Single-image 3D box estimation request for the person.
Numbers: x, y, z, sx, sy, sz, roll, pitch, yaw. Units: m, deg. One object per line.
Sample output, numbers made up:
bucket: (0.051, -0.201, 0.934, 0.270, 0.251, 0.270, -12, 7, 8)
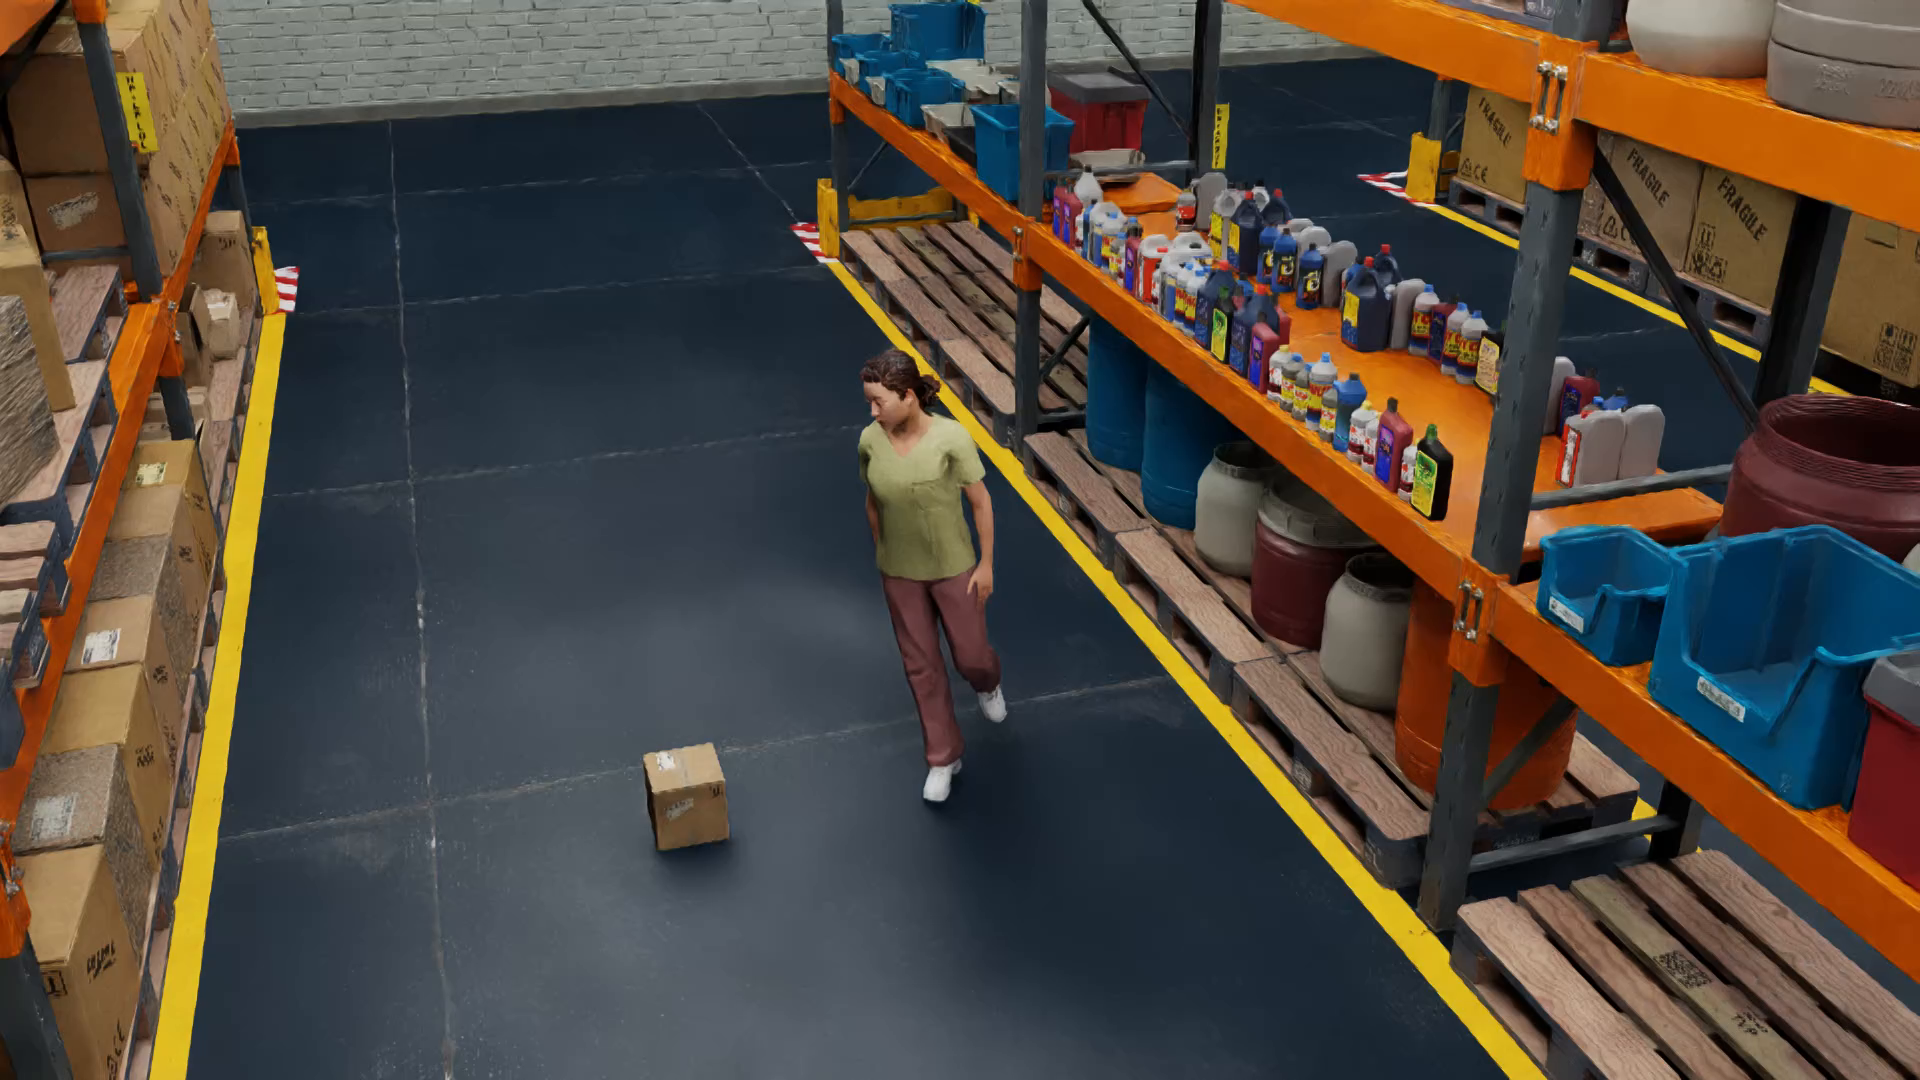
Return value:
person: (-0.102, 0.078, 5.970, 0.498, 1.639, 0.683, 6, 27, 11)
